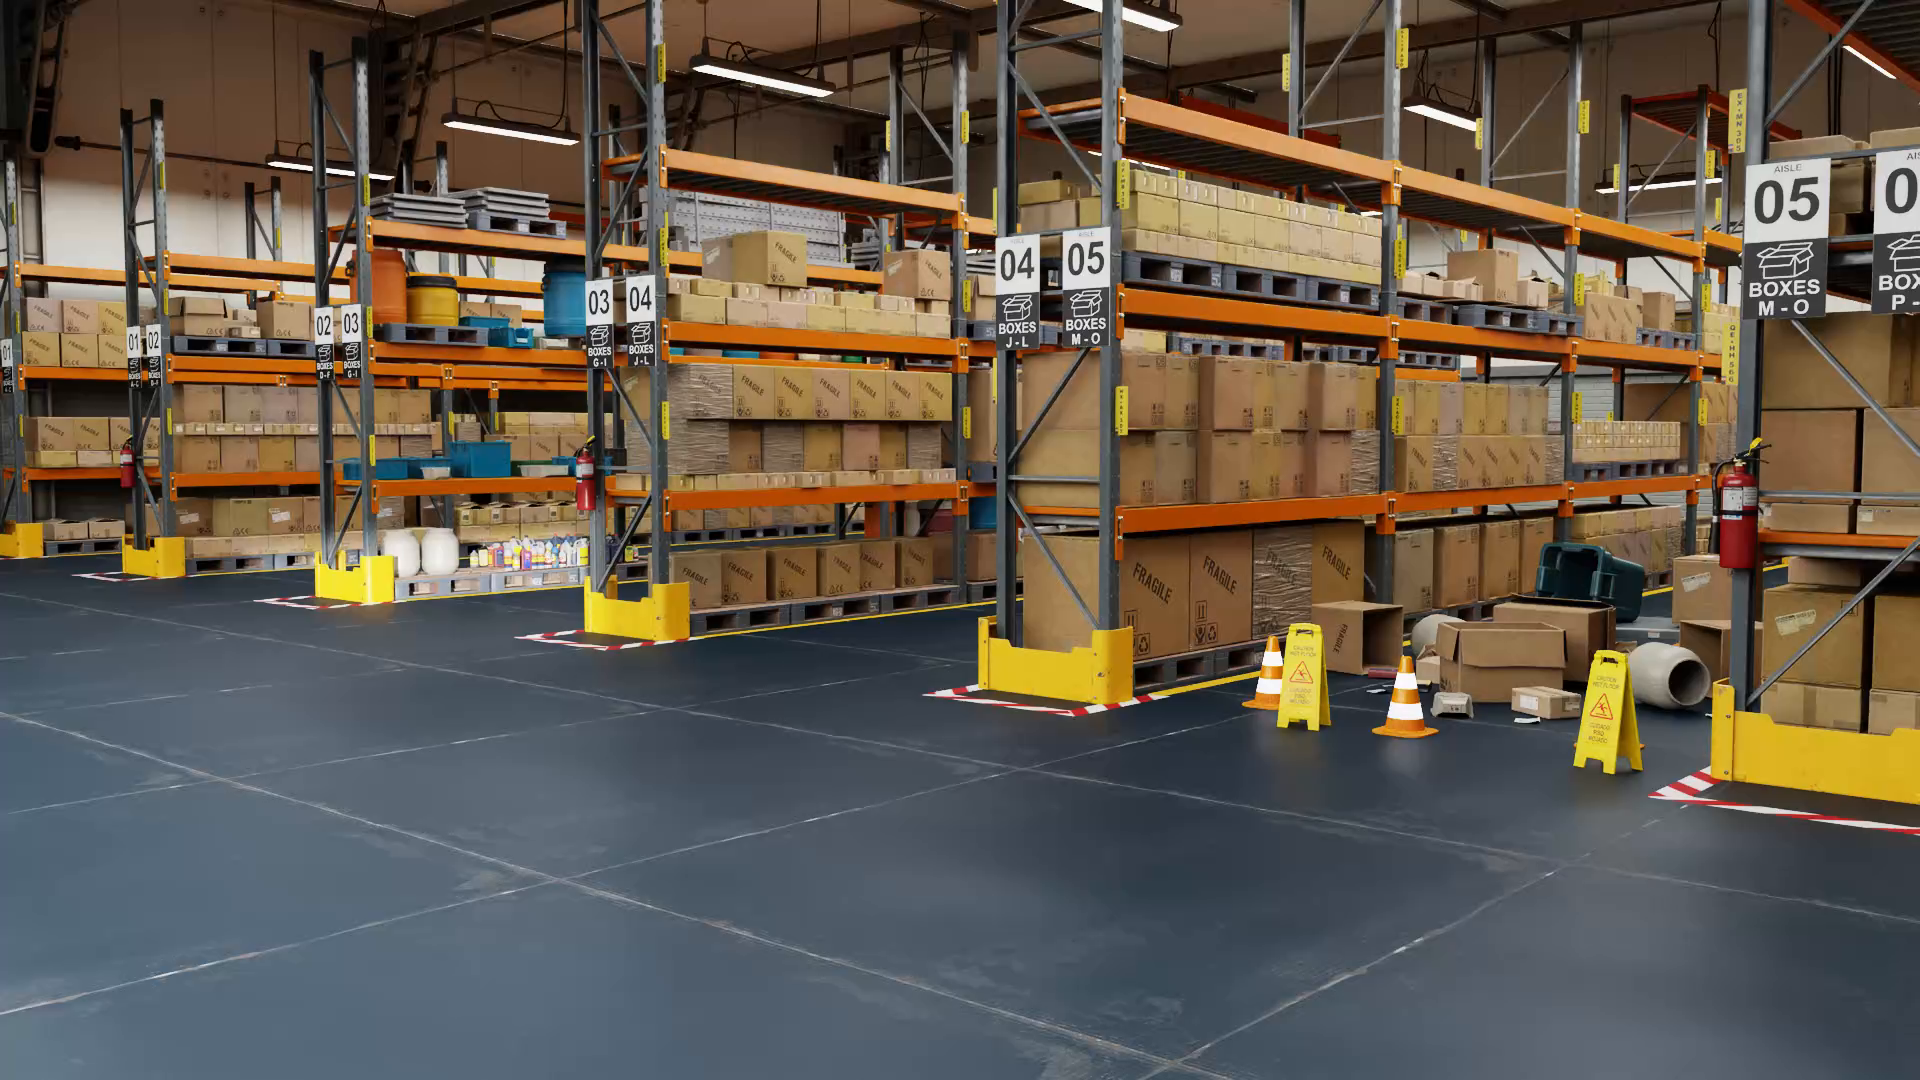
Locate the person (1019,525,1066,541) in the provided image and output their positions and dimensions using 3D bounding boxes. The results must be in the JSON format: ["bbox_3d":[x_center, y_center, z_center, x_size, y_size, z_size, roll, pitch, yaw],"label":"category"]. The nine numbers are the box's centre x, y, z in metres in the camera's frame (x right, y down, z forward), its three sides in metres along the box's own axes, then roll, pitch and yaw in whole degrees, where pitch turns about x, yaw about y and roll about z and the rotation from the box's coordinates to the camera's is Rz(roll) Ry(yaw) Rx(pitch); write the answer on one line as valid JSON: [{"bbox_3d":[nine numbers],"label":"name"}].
[{"bbox_3d":[0.835,-0.102,17.048,0.538,1.663,0.378,2,4,26],"label":"person"}]
